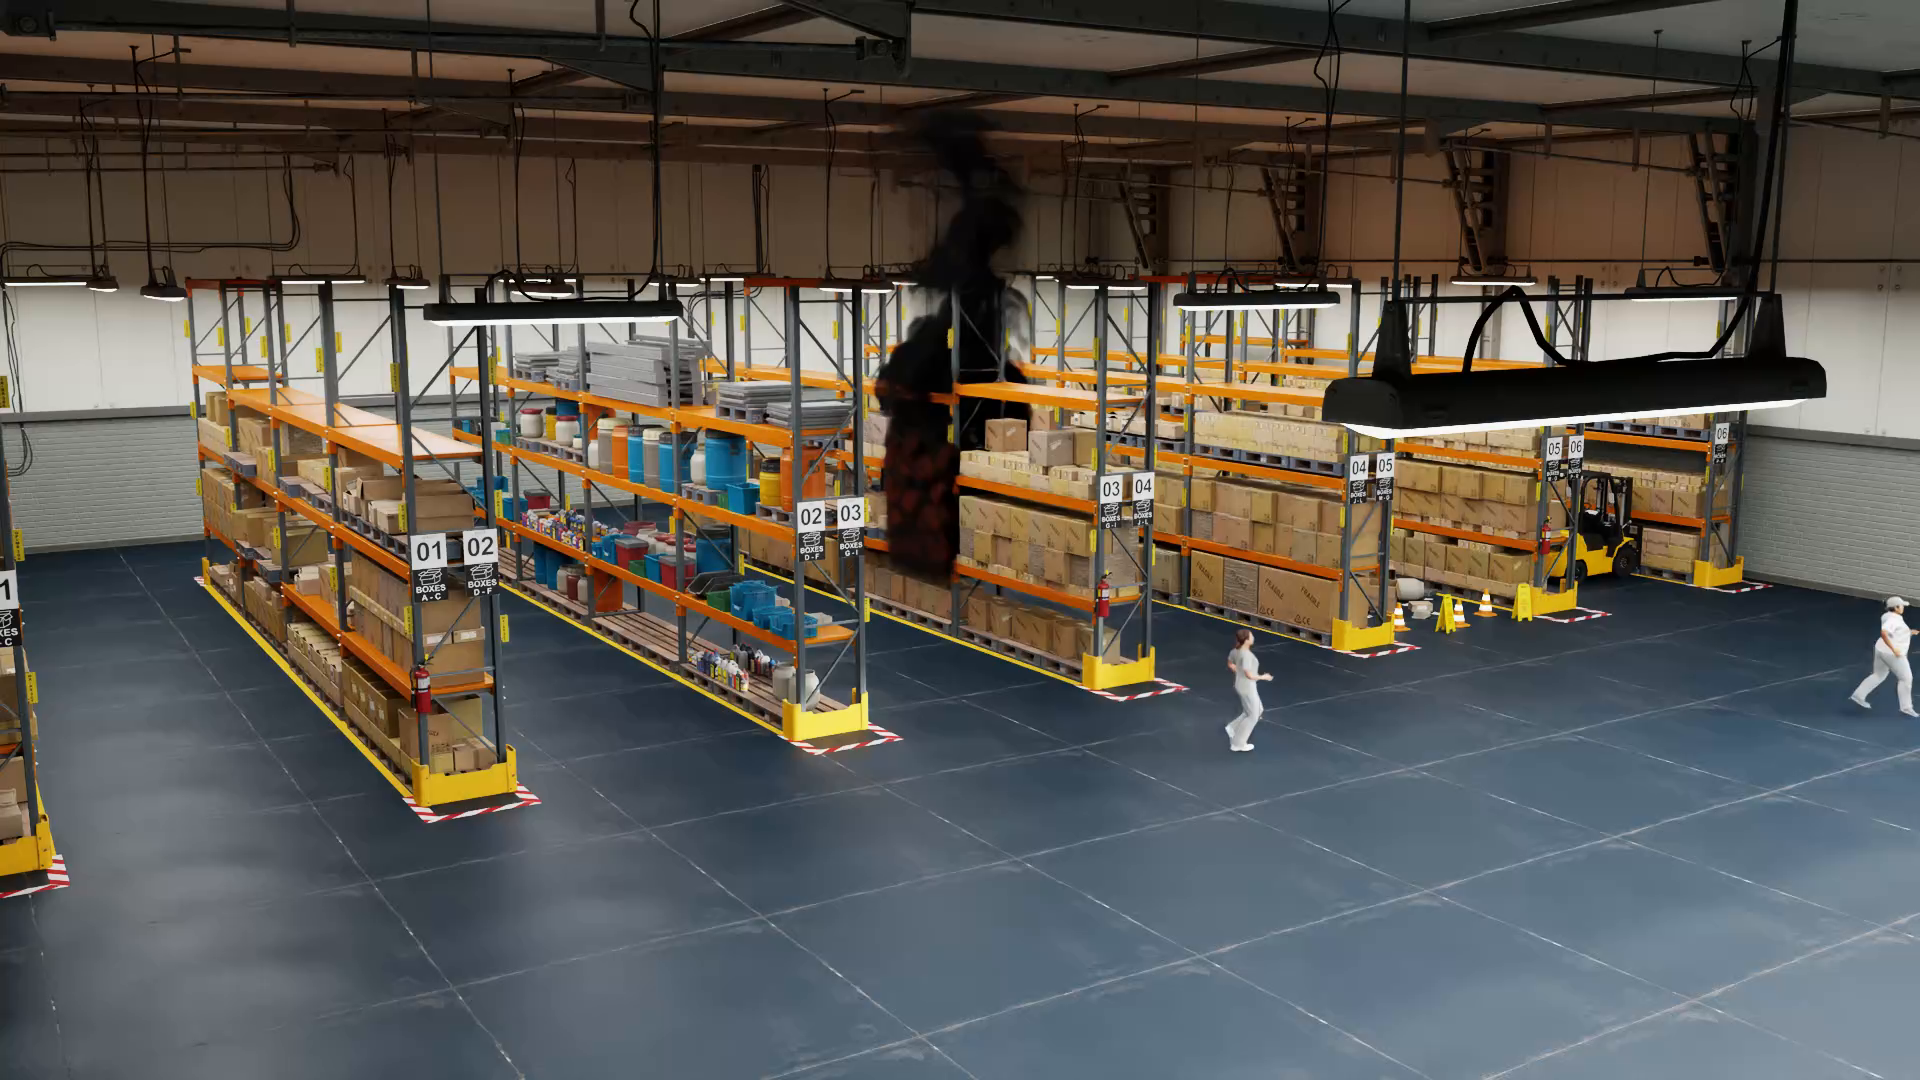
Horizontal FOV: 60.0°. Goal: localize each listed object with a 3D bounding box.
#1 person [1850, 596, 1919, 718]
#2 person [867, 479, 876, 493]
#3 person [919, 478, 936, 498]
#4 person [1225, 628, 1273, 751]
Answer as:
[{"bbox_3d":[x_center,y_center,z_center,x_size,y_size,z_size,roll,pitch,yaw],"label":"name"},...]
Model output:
[{"bbox_3d":[13.019,1.625,23.280,0.878,1.696,0.594,1,10,6],"label":"person"},{"bbox_3d":[-2.001,-0.438,35.320,0.728,1.755,0.977,-7,12,-36],"label":"person"},{"bbox_3d":[-0.619,-0.531,36.046,0.683,1.805,0.779,-8,12,-39],"label":"person"},{"bbox_3d":[3.746,1.940,21.582,0.564,1.611,0.557,-1,10,-7],"label":"person"}]
